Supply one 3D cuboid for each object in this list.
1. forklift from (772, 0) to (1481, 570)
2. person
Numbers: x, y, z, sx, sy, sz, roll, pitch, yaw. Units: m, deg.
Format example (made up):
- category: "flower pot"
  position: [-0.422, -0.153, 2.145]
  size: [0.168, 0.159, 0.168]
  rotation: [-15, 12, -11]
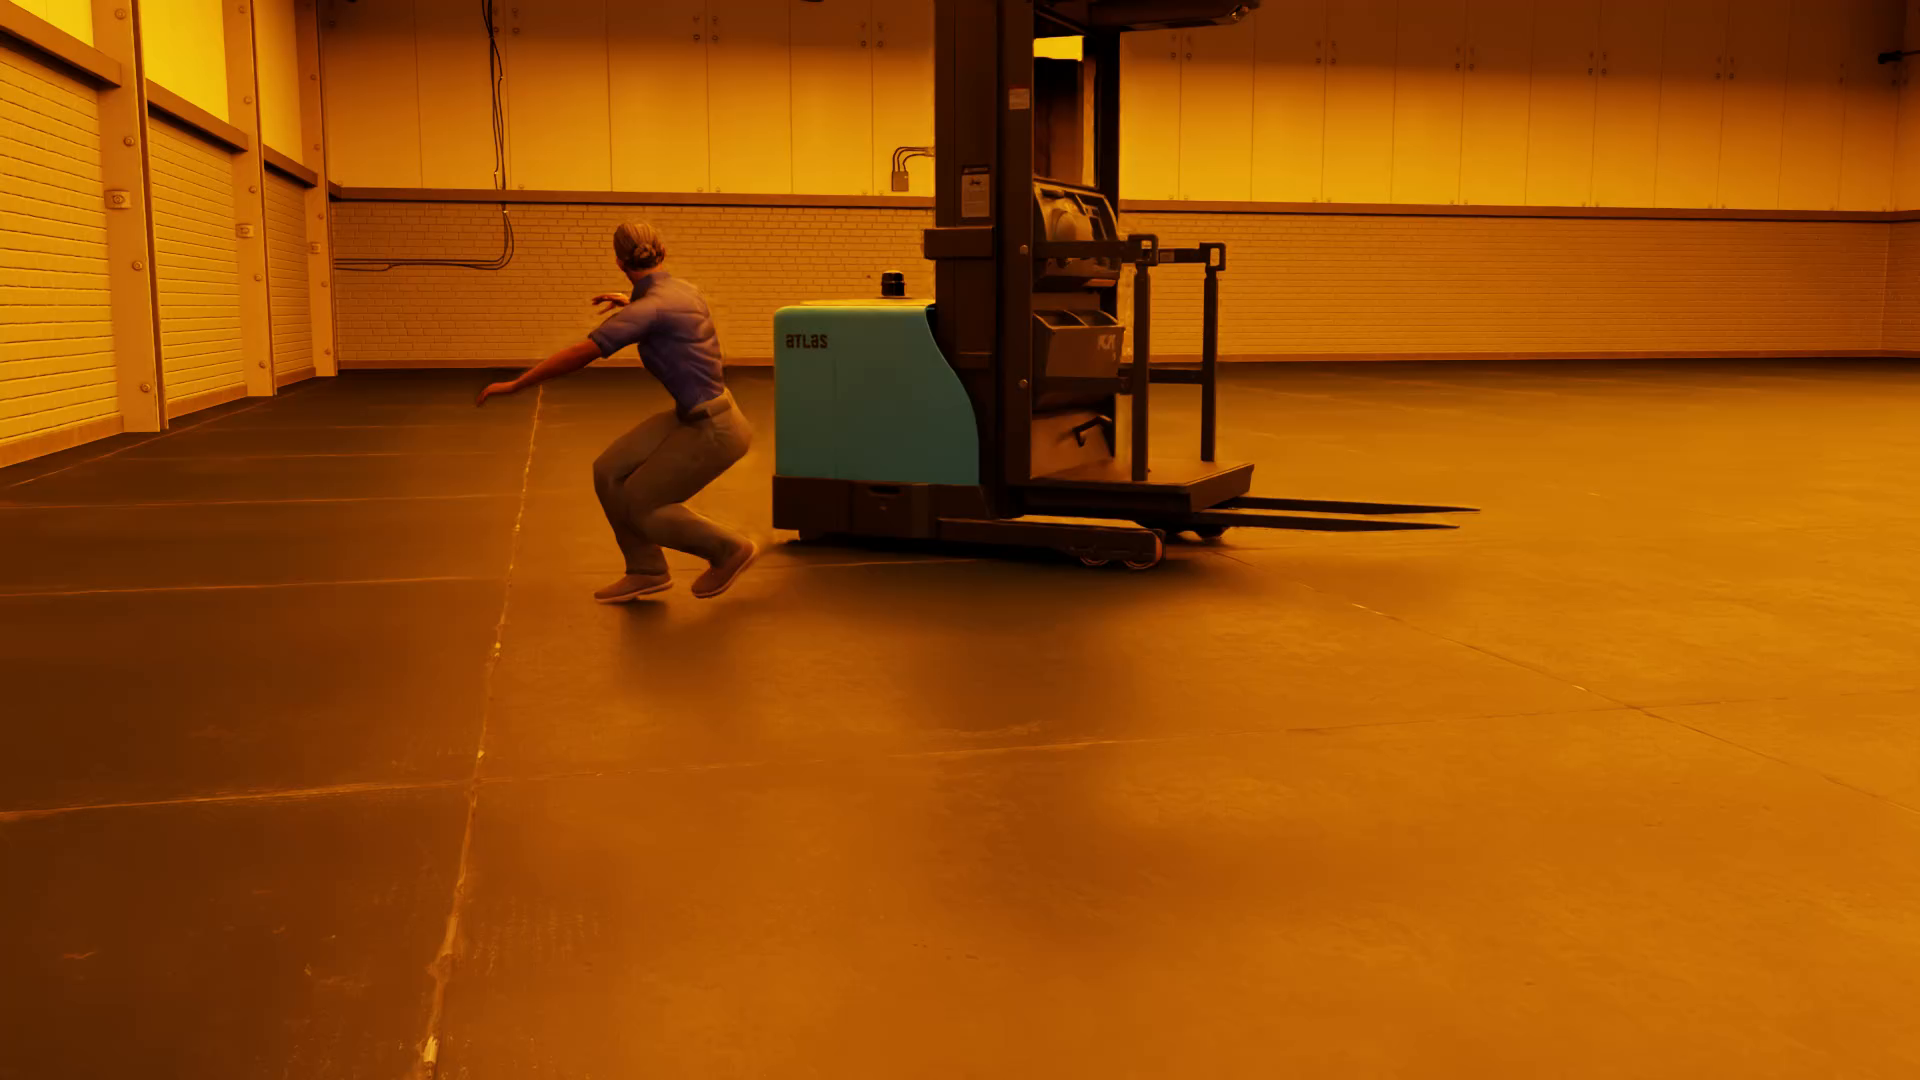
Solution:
- category: "forklift"
  position: [0.701, -1.412, 7.224]
  size: [3.031, 2.935, 1.130]
  rotation: [4, 9, 24]
- category: "person"
  position: [-1.231, -0.442, 5.971]
  size: [0.951, 1.374, 0.690]
  rotation: [-2, 8, -12]
